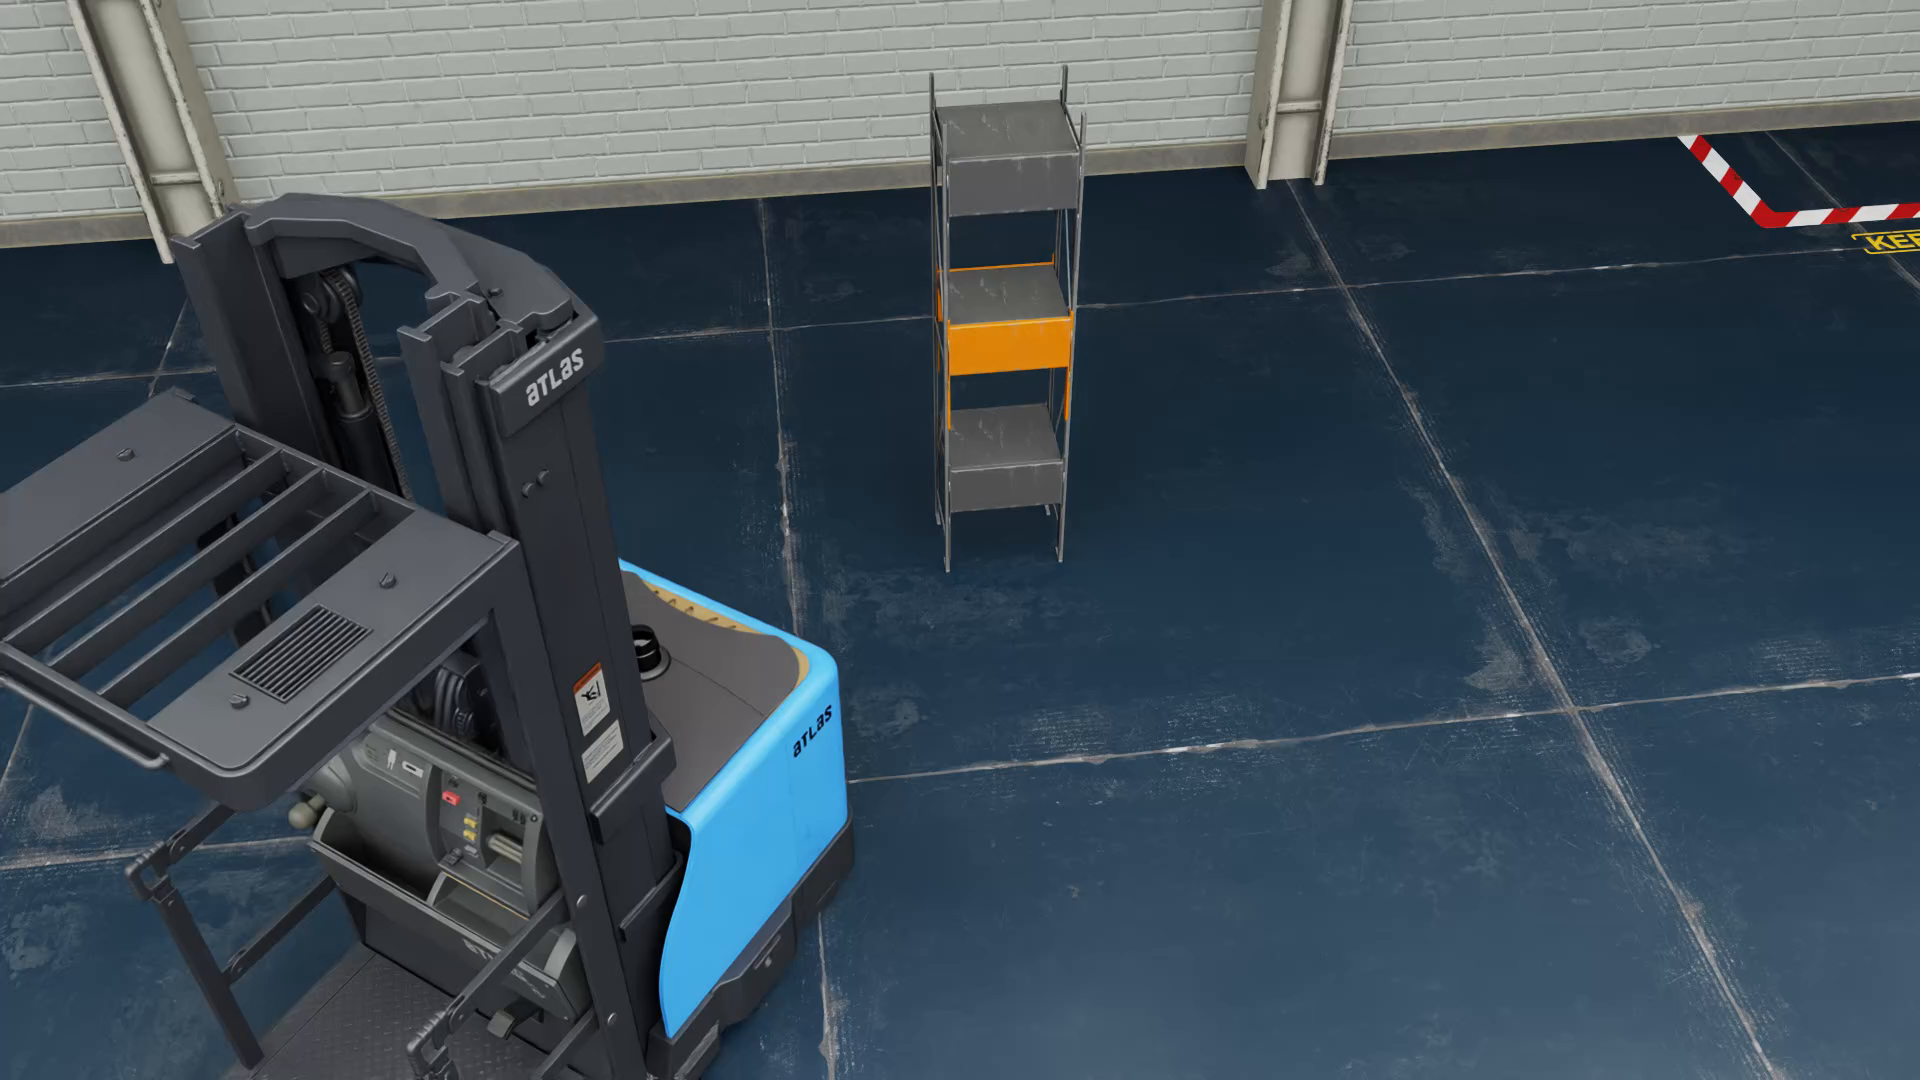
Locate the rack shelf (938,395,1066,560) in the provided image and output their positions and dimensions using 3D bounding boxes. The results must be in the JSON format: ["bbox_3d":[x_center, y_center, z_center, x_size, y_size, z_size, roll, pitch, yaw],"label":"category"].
[{"bbox_3d":[0.164,-0.264,7.041,0.480,0.518,0.431,-5,42,-6],"label":"rack shelf"}]

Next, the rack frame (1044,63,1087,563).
[{"bbox_3d":[0.406,-0.815,6.586,0.015,2.100,0.400,-5,42,-6],"label":"rack frame"}]

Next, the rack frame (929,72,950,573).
[{"bbox_3d":[-0.078,-0.773,6.539,0.015,2.100,0.400,-5,42,-6],"label":"rack frame"}]

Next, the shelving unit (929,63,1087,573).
[{"bbox_3d":[0.164,-0.794,6.563,0.503,2.100,0.431,-5,42,-6],"label":"shelving unit"}]

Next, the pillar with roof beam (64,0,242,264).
[{"bbox_3d":[-3.527,-2.078,2.835,0.400,9.000,9.100,-5,42,-6],"label":"pillar with roof beam"}]

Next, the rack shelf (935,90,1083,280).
[{"bbox_3d":[0.164,-1.304,6.103,0.480,0.518,0.431,-5,42,-6],"label":"rack shelf"}]

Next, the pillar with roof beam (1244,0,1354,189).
[{"bbox_3d":[2.422,-2.599,3.413,0.400,9.000,9.100,-5,42,-6],"label":"pillar with roof beam"}]

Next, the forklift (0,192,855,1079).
[{"bbox_3d":[-1.557,0.756,4.223,1.130,2.935,3.031,22,46,22],"label":"forklift"}]

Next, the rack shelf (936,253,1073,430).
[{"bbox_3d":[0.164,-0.784,6.572,0.480,0.518,0.431,-5,42,-6],"label":"rack shelf"}]
